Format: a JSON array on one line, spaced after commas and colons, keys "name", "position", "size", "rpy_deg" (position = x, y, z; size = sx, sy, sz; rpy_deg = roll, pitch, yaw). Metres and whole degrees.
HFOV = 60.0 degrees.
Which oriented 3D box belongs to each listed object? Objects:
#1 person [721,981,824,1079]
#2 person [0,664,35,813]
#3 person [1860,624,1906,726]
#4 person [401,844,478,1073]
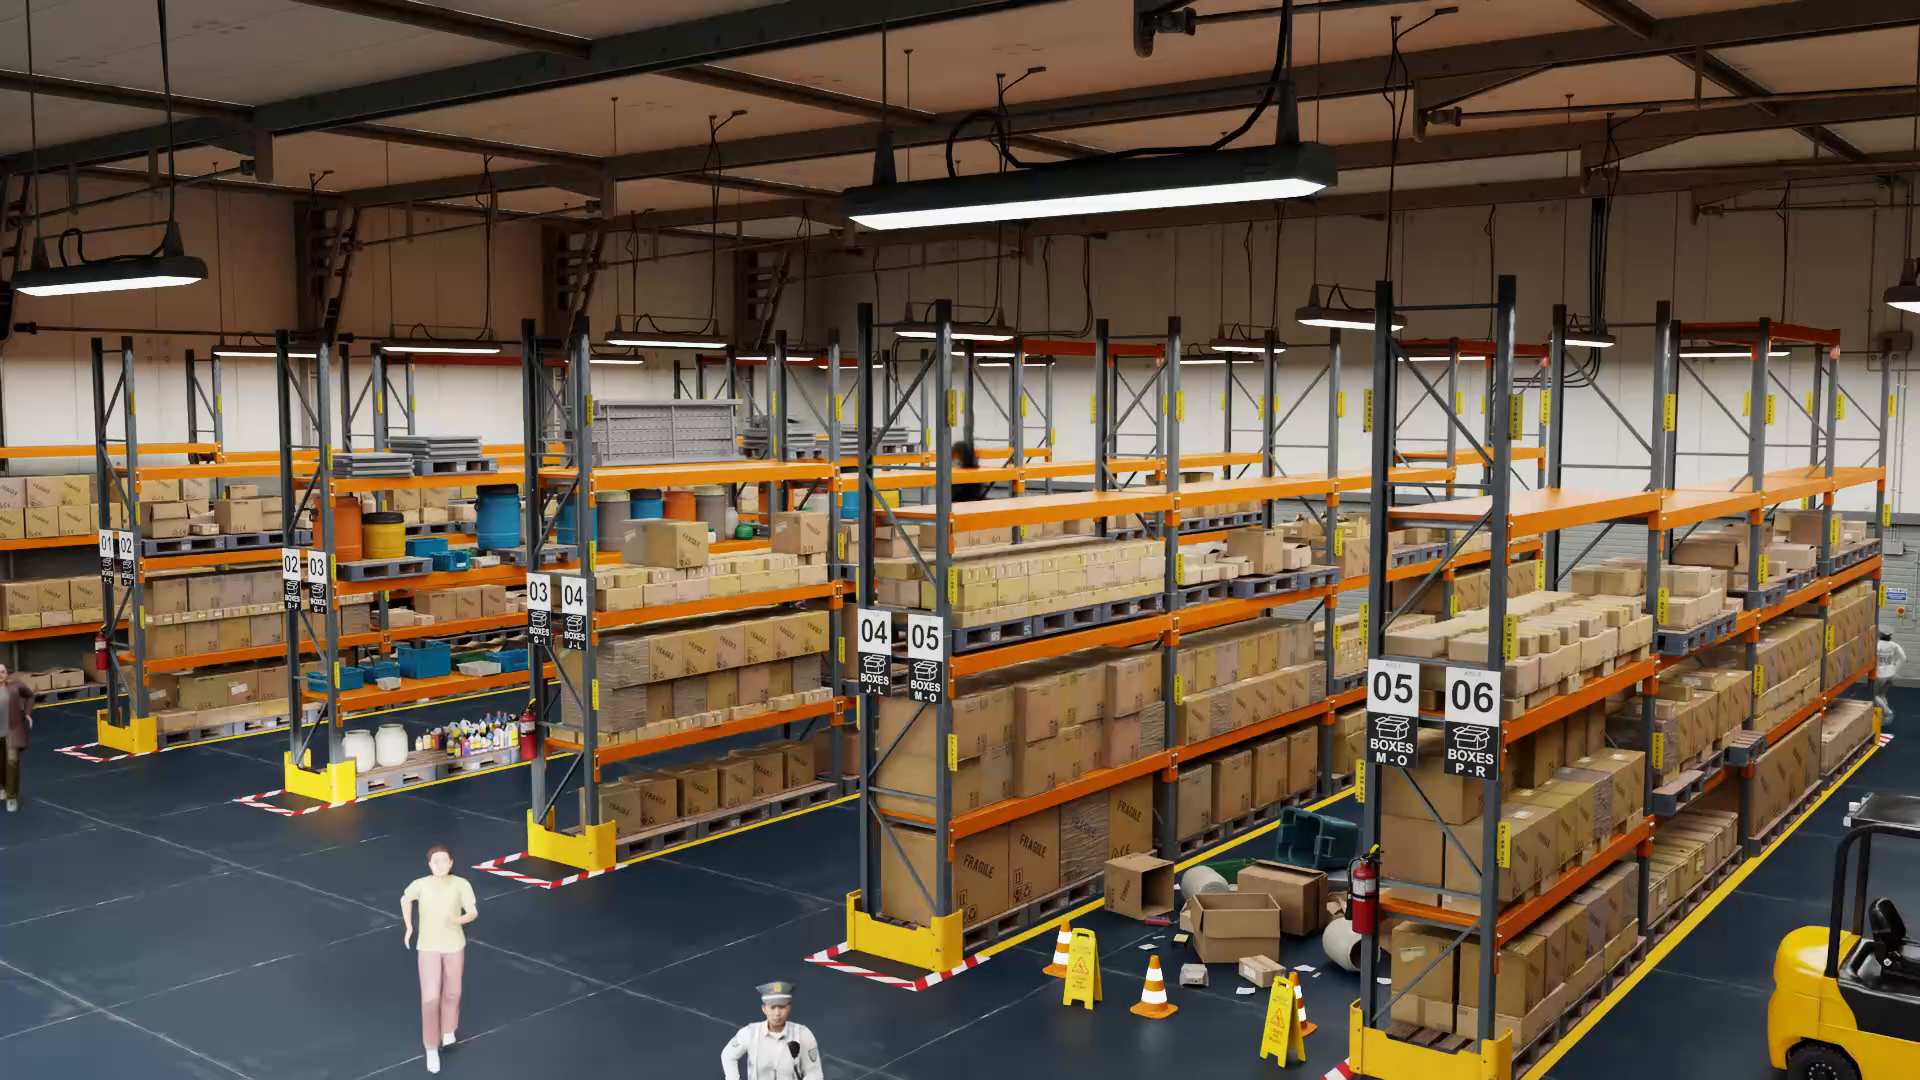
[{"name": "person", "position": [-1.104, 3.463, 9.922], "size": [0.583, 1.695, 0.660], "rpy_deg": [-1, 5, -13]}, {"name": "person", "position": [-11.997, 2.458, 20.866], "size": [0.678, 1.839, 0.841], "rpy_deg": [-2, 5, -25]}, {"name": "person", "position": [14.318, 2.110, 25.855], "size": [0.673, 1.649, 0.478], "rpy_deg": [-1, 5, -6]}, {"name": "person", "position": [-4.030, 3.211, 12.919], "size": [0.548, 1.723, 0.724], "rpy_deg": [-2, 5, -22]}]
